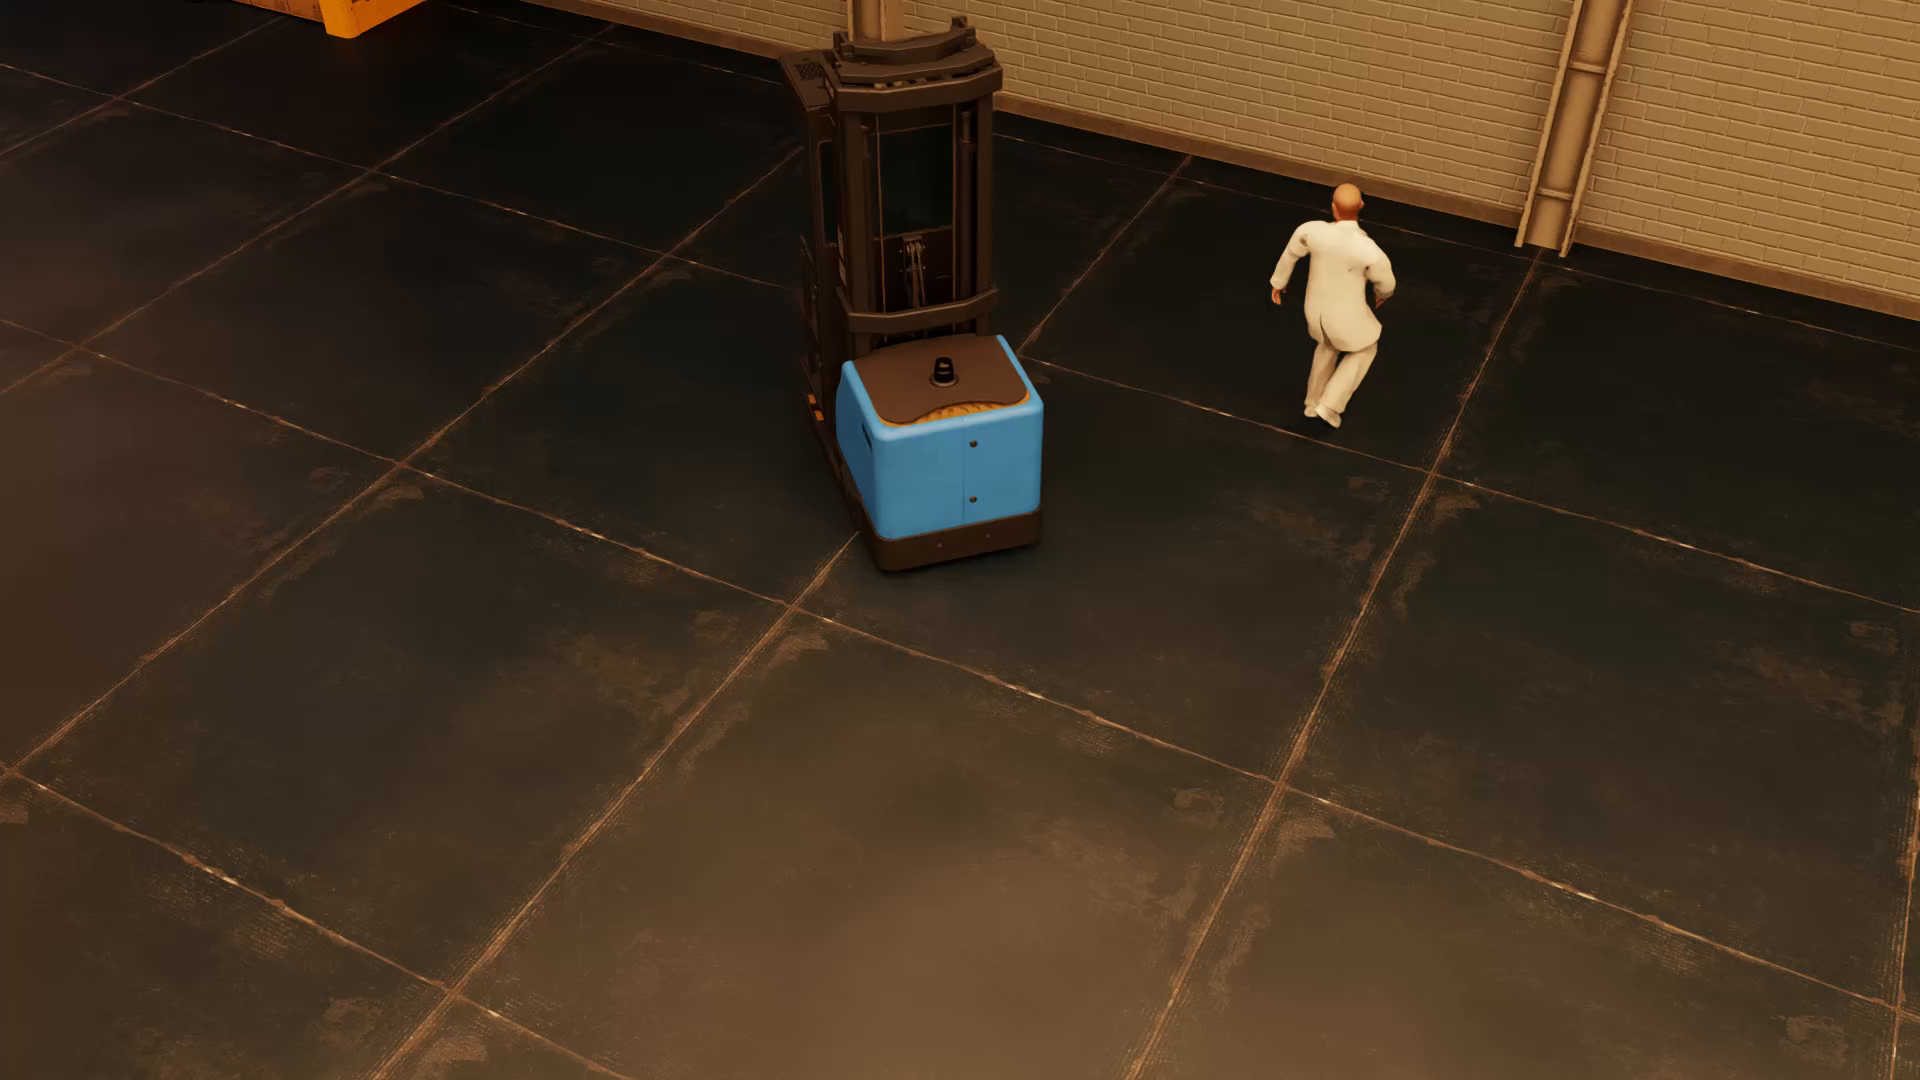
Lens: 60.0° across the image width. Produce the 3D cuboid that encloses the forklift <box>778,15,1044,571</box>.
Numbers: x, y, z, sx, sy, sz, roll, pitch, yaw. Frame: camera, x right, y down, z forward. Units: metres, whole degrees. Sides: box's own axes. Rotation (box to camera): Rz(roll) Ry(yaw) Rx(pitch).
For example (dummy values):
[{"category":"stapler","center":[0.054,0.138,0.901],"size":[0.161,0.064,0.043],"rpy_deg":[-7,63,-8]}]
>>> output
[{"category":"forklift","center":[-0.426,-1.894,10.235],"size":[1.130,2.935,3.031],"rpy_deg":[-11,41,-13]}]

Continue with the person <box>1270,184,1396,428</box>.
[{"category":"person","center":[2.407,-1.526,10.734],"size":[0.568,1.736,0.804],"rpy_deg":[-32,49,-32]}]
